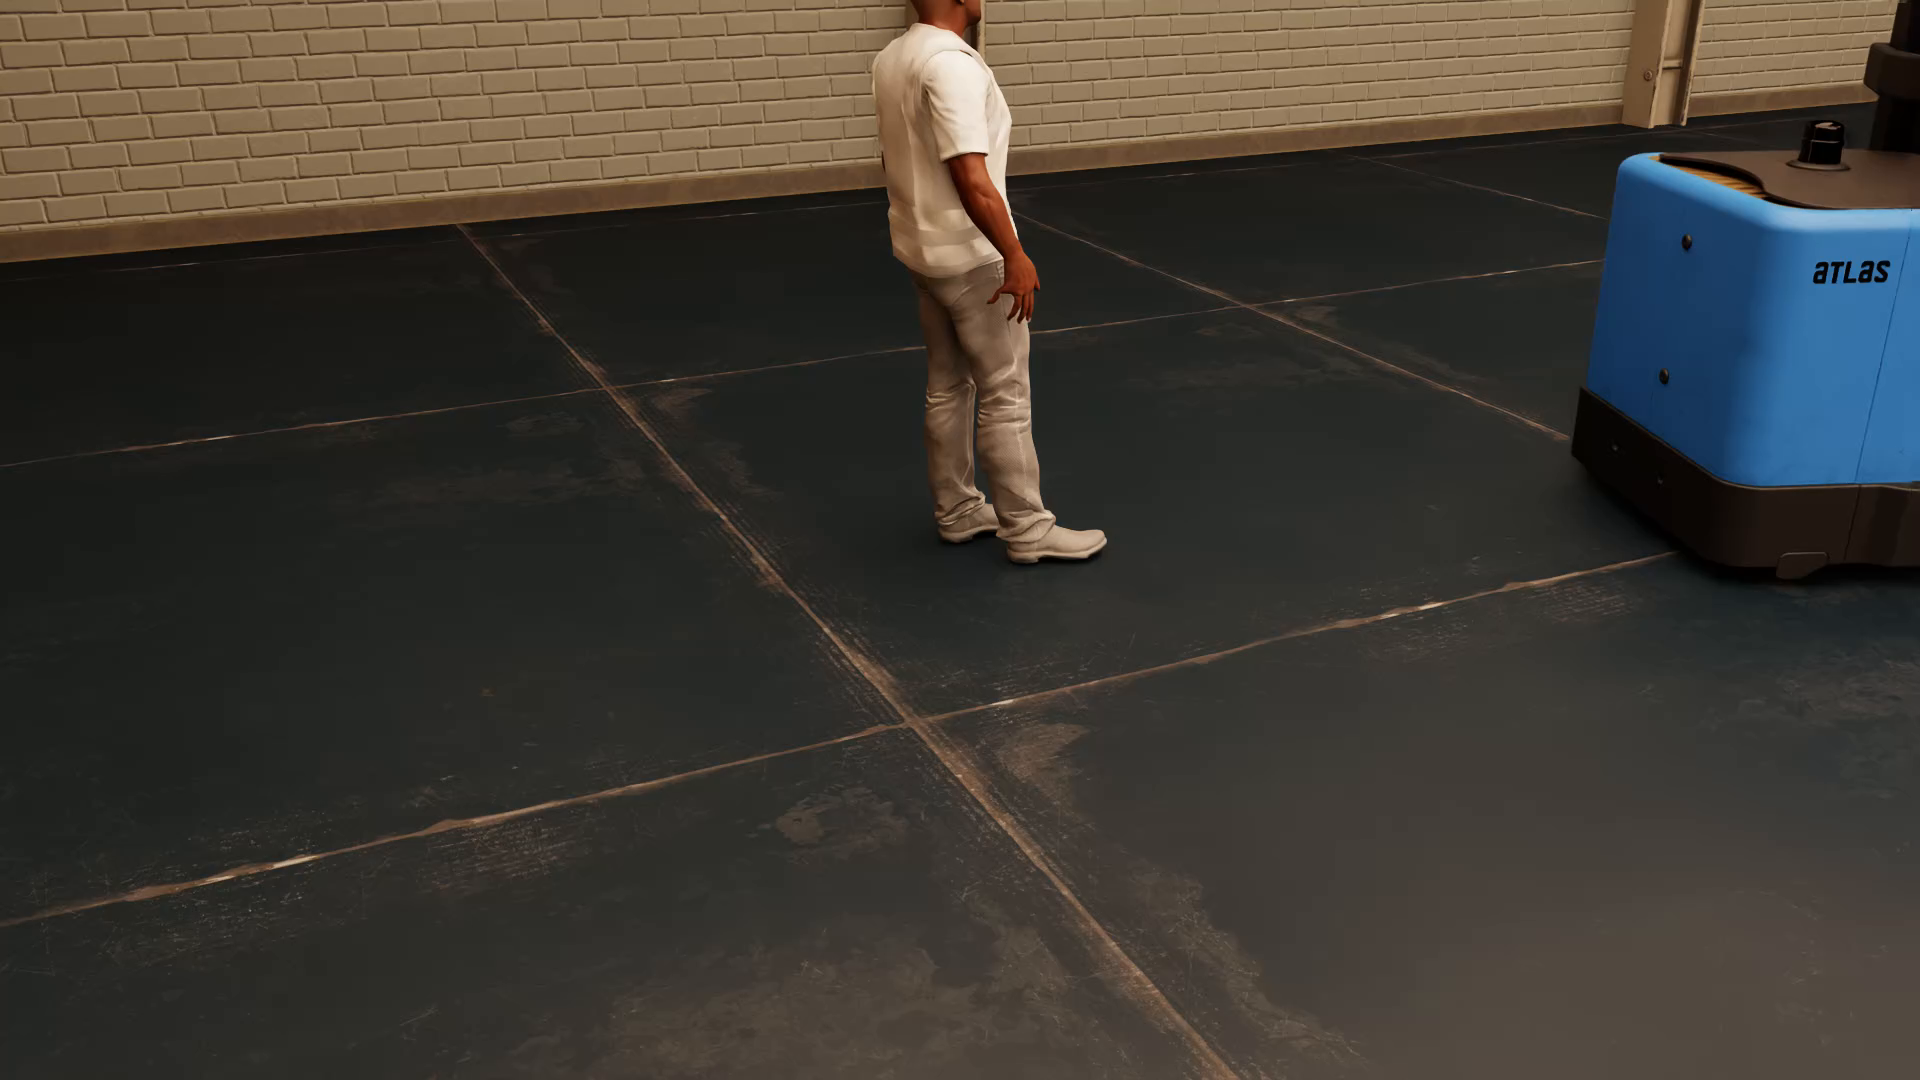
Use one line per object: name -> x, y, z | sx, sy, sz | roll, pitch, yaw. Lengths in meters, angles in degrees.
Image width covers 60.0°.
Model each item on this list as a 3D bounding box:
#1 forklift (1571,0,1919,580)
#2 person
forklift -> 3.608, -1.457, 4.793 | 3.031, 2.935, 1.130 | -2, 23, -5
person -> 0.065, -0.831, 4.787 | 0.577, 1.765, 0.665 | -10, 25, -23
